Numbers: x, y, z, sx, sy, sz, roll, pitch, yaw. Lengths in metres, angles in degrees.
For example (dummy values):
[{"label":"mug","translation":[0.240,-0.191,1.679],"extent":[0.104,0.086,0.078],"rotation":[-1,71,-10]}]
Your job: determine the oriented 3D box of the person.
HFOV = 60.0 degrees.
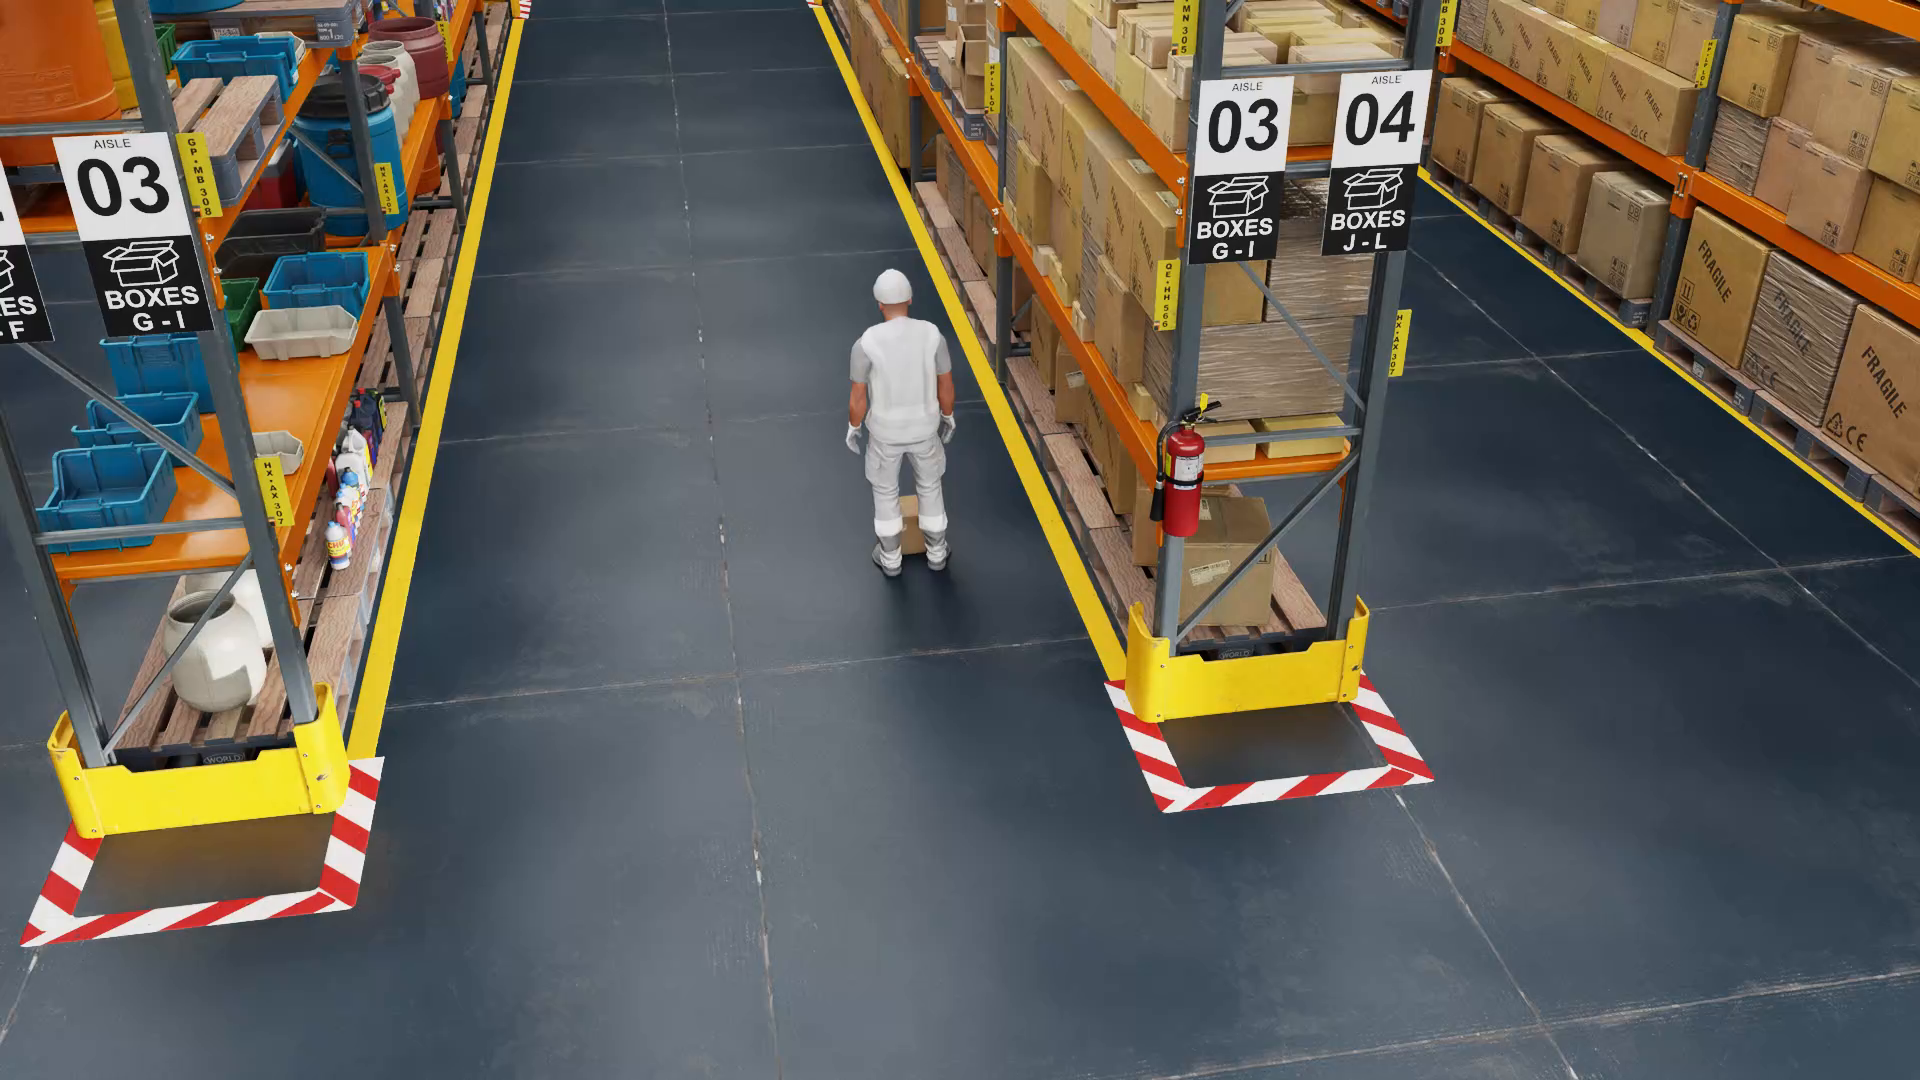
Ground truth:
[{"label":"person","translation":[-0.322,-0.629,9.195],"extent":[0.623,1.780,0.446],"rotation":[-7,31,-11]}]
